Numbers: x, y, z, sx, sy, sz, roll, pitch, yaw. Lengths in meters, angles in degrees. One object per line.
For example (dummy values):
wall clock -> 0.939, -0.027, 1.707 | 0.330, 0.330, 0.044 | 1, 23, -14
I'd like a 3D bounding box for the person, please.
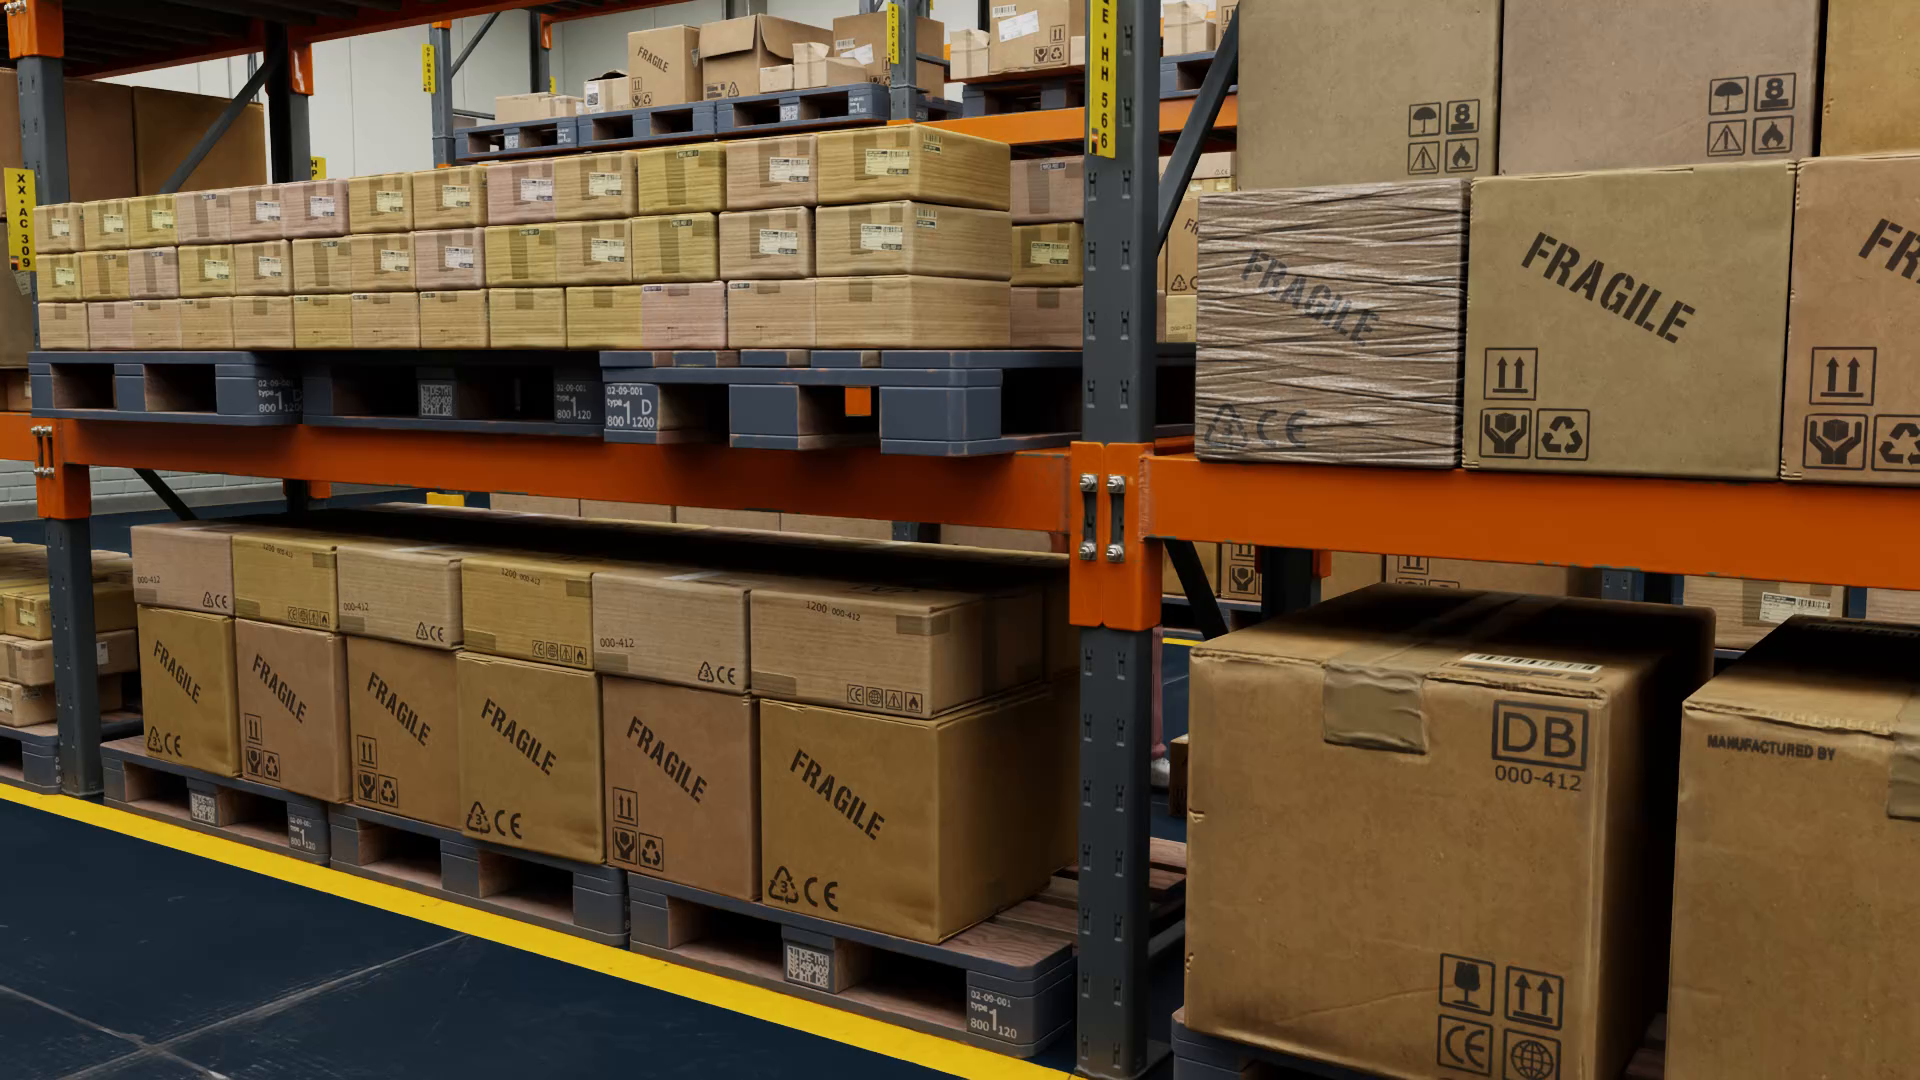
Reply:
person -> 0.554, 0.027, 5.711 | 0.467, 1.697, 0.529 | -6, 8, -41
